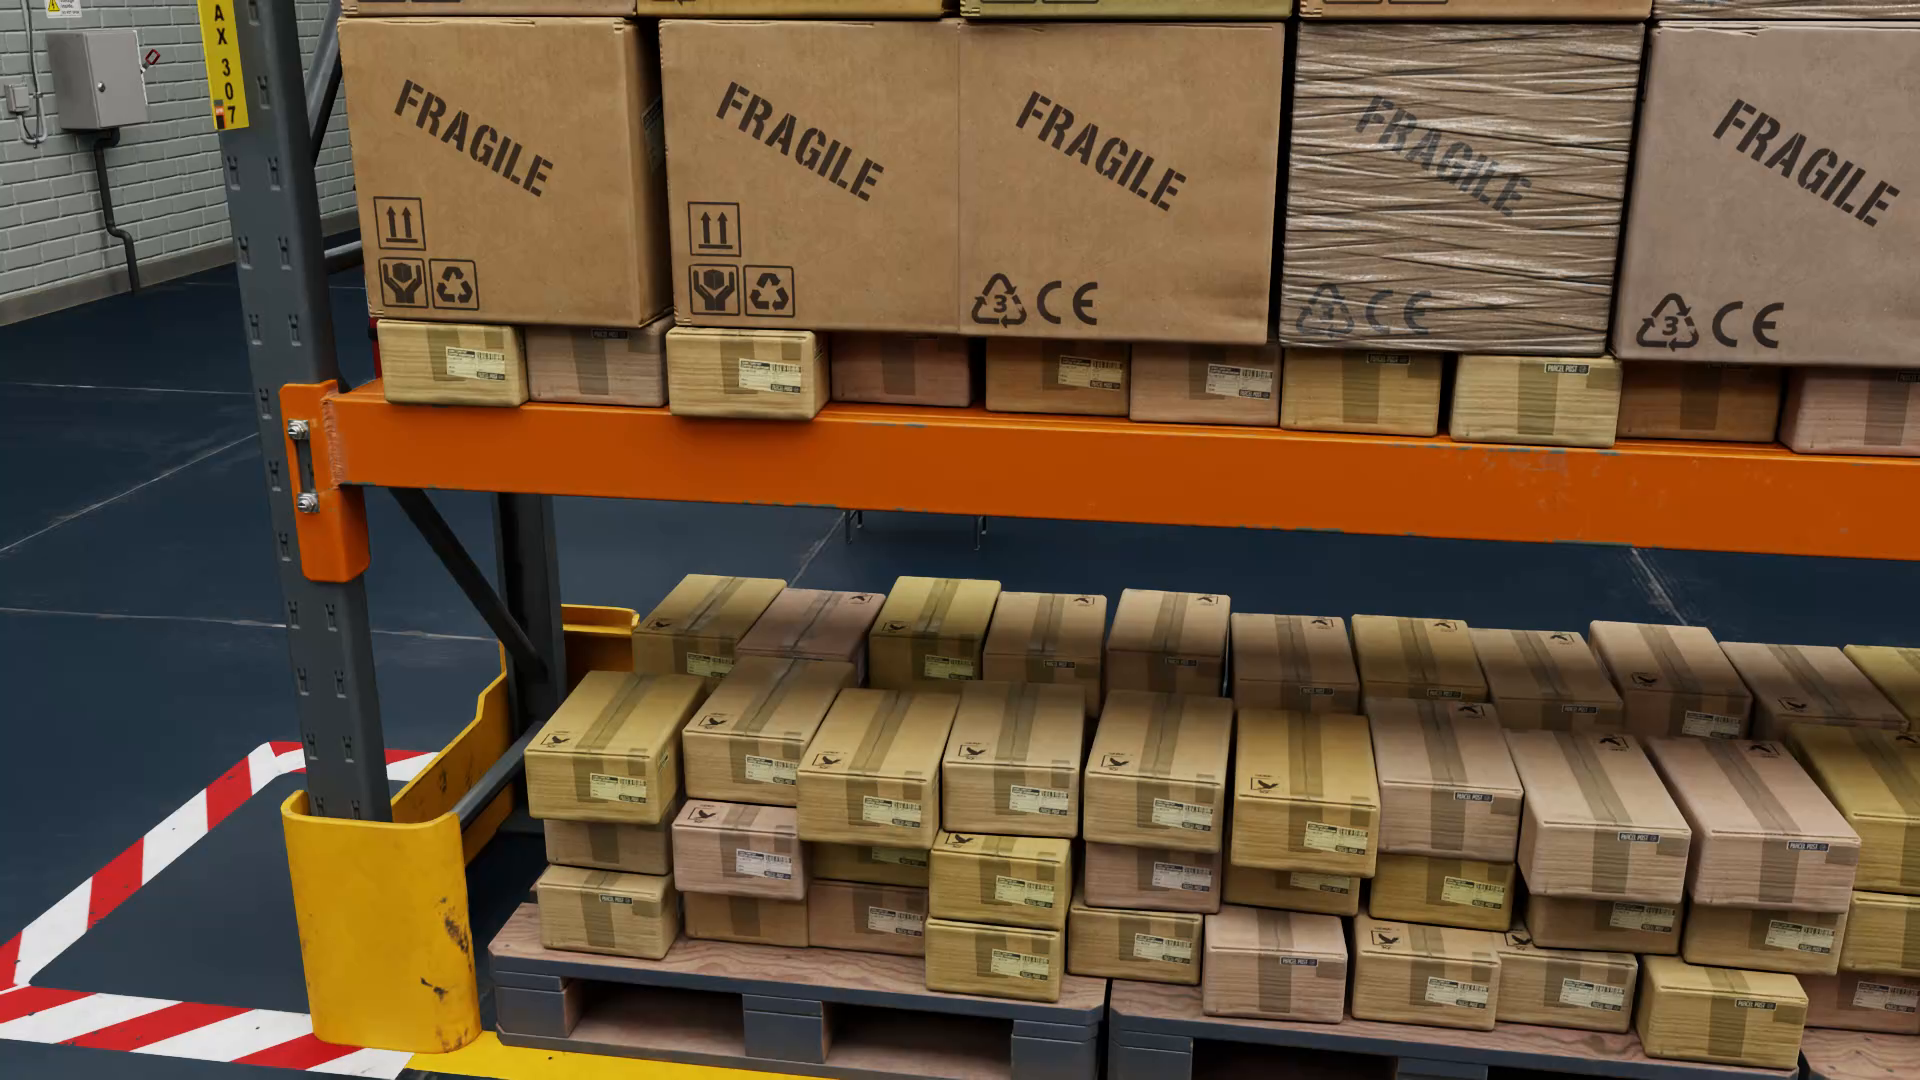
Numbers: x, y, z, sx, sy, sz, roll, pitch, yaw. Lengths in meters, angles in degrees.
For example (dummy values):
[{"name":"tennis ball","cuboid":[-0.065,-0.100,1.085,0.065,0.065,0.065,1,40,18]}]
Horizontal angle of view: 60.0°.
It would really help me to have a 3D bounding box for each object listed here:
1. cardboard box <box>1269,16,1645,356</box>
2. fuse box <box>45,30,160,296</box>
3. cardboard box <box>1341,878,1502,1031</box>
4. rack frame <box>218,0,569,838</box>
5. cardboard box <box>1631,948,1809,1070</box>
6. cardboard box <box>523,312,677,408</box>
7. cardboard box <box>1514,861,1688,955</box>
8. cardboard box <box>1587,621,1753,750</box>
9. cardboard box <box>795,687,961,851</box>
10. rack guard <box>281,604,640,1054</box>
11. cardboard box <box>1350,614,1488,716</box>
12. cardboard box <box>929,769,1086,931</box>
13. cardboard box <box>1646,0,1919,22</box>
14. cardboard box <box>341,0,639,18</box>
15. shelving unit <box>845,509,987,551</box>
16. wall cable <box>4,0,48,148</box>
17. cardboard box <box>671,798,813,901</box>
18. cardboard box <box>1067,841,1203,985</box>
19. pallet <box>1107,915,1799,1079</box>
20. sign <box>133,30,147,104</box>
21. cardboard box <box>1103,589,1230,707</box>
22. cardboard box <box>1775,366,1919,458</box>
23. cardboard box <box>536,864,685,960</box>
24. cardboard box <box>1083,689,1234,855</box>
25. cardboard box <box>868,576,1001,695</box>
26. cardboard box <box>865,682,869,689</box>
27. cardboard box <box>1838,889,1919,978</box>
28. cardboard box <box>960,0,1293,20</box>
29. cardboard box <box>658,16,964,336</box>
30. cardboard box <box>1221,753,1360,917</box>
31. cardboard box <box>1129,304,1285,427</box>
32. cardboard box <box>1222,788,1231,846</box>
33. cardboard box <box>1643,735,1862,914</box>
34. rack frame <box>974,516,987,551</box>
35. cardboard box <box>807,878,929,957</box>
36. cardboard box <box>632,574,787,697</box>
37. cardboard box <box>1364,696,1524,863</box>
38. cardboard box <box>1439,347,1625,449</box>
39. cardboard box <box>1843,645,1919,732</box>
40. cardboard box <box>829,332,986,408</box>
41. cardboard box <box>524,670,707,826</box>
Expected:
[{"name":"cardboard box","cuboid":[0.789,-0.610,2.773,0.500,0.500,0.500,2,19,7]},{"name":"fuse box","cuboid":[-5.538,-2.474,11.001,0.414,1.711,0.539,3,19,9]},{"name":"cardboard box","cuboid":[0.867,0.751,3.162,0.250,0.149,0.380,3,19,9]},{"name":"rack frame","cuboid":[-1.129,-0.602,3.375,0.127,3.000,1.000,3,19,9]},{"name":"cardboard box","cuboid":[1.357,0.787,3.055,0.250,0.149,0.380,3,19,9]},{"name":"cardboard box","cuboid":[-0.603,-0.364,3.060,0.250,0.149,0.380,4,19,11]},{"name":"cardboard box","cuboid":[1.174,0.607,3.123,0.250,0.149,0.380,2,19,6]},{"name":"cardboard box","cuboid":[1.493,0.314,3.532,0.250,0.149,0.380,3,19,10]},{"name":"cardboard box","cuboid":[-0.146,0.430,3.183,0.250,0.149,0.380,3,19,9]},{"name":"rack guard","cuboid":[-1.054,0.587,3.760,0.348,0.500,1.175,3,19,9]},{"name":"cardboard box","cuboid":[0.974,0.301,3.570,0.250,0.149,0.380,3,19,9]},{"name":"cardboard box","cuboid":[0.101,0.579,3.206,0.250,0.149,0.380,4,19,10]},{"name":"cardboard box","cuboid":[1.299,-1.057,2.532,0.500,0.500,0.500,3,19,10]},{"name":"cardboard box","cuboid":[-0.728,-1.159,2.837,0.500,0.500,0.500,3,19,8]},{"name":"shelving unit","cuboid":[-0.163,-0.577,6.138,0.503,1.200,0.258,3,19,9]},{"name":"wall cable","cuboid":[-5.801,-3.361,10.020,0.122,1.984,0.588,3,19,9]},{"name":"cardboard box","cuboid":[-0.391,0.548,3.301,0.250,0.149,0.380,3,19,8]},{"name":"cardboard box","cuboid":[0.357,0.705,3.299,0.250,0.149,0.380,3,19,9]},{"name":"pallet","cuboid":[0.943,0.838,3.465,1.213,0.211,1.003,3,19,9]},{"name":"sign","cuboid":[-5.664,-3.205,11.305,0.001,0.494,0.329,3,19,9]},{"name":"cardboard box","cuboid":[0.468,0.249,3.726,0.250,0.149,0.380,4,19,11]},{"name":"cardboard box","cuboid":[1.451,-0.259,2.745,0.250,0.149,0.380,2,19,6]},{"name":"cardboard box","cuboid":[-0.663,0.677,3.382,0.250,0.149,0.380,3,19,10]},{"name":"cardboard box","cuboid":[0.384,0.434,3.173,0.250,0.149,0.380,4,19,11]},{"name":"cardboard box","cuboid":[-0.051,0.220,3.813,0.250,0.149,0.380,3,19,7]},{"name":"cardboard box","cuboid":[-0.313,0.377,3.812,0.250,0.149,0.380,2,19,7]},{"name":"cardboard box","cuboid":[1.690,0.634,3.044,0.250,0.149,0.380,3,19,9]},{"name":"cardboard box","cuboid":[0.281,-1.102,2.668,0.500,0.500,0.500,2,19,7]},{"name":"cardboard box","cuboid":[-0.197,-0.662,2.929,0.500,0.500,0.500,3,19,9]},{"name":"cardboard box","cuboid":[0.652,0.564,3.253,0.250,0.149,0.380,4,19,11]},{"name":"cardboard box","cuboid":[0.434,-0.321,2.931,0.250,0.149,0.380,3,19,8]},{"name":"cardboard box","cuboid":[0.715,0.555,3.748,0.250,0.149,0.380,3,19,10]},{"name":"cardboard box","cuboid":[1.396,0.501,2.973,0.250,0.149,0.380,2,19,6]},{"name":"rack frame","cuboid":[0.077,-0.565,6.101,0.015,1.200,0.240,3,19,9]},{"name":"cardboard box","cuboid":[-0.145,0.675,3.389,0.250,0.149,0.380,3,19,9]},{"name":"cardboard box","cuboid":[-0.566,0.216,3.824,0.250,0.149,0.380,3,19,9]},{"name":"cardboard box","cuboid":[0.900,0.444,3.142,0.250,0.149,0.380,3,19,9]},{"name":"cardboard box","cuboid":[0.946,-0.279,2.805,0.250,0.149,0.380,3,19,10]},{"name":"cardboard box","cuboid":[1.993,0.358,3.400,0.250,0.149,0.380,3,19,8]},{"name":"cardboard box","cuboid":[-0.069,-0.364,3.059,0.250,0.149,0.380,4,19,11]},{"name":"cardboard box","cuboid":[-0.666,0.401,3.270,0.250,0.149,0.380,2,19,6]}]
